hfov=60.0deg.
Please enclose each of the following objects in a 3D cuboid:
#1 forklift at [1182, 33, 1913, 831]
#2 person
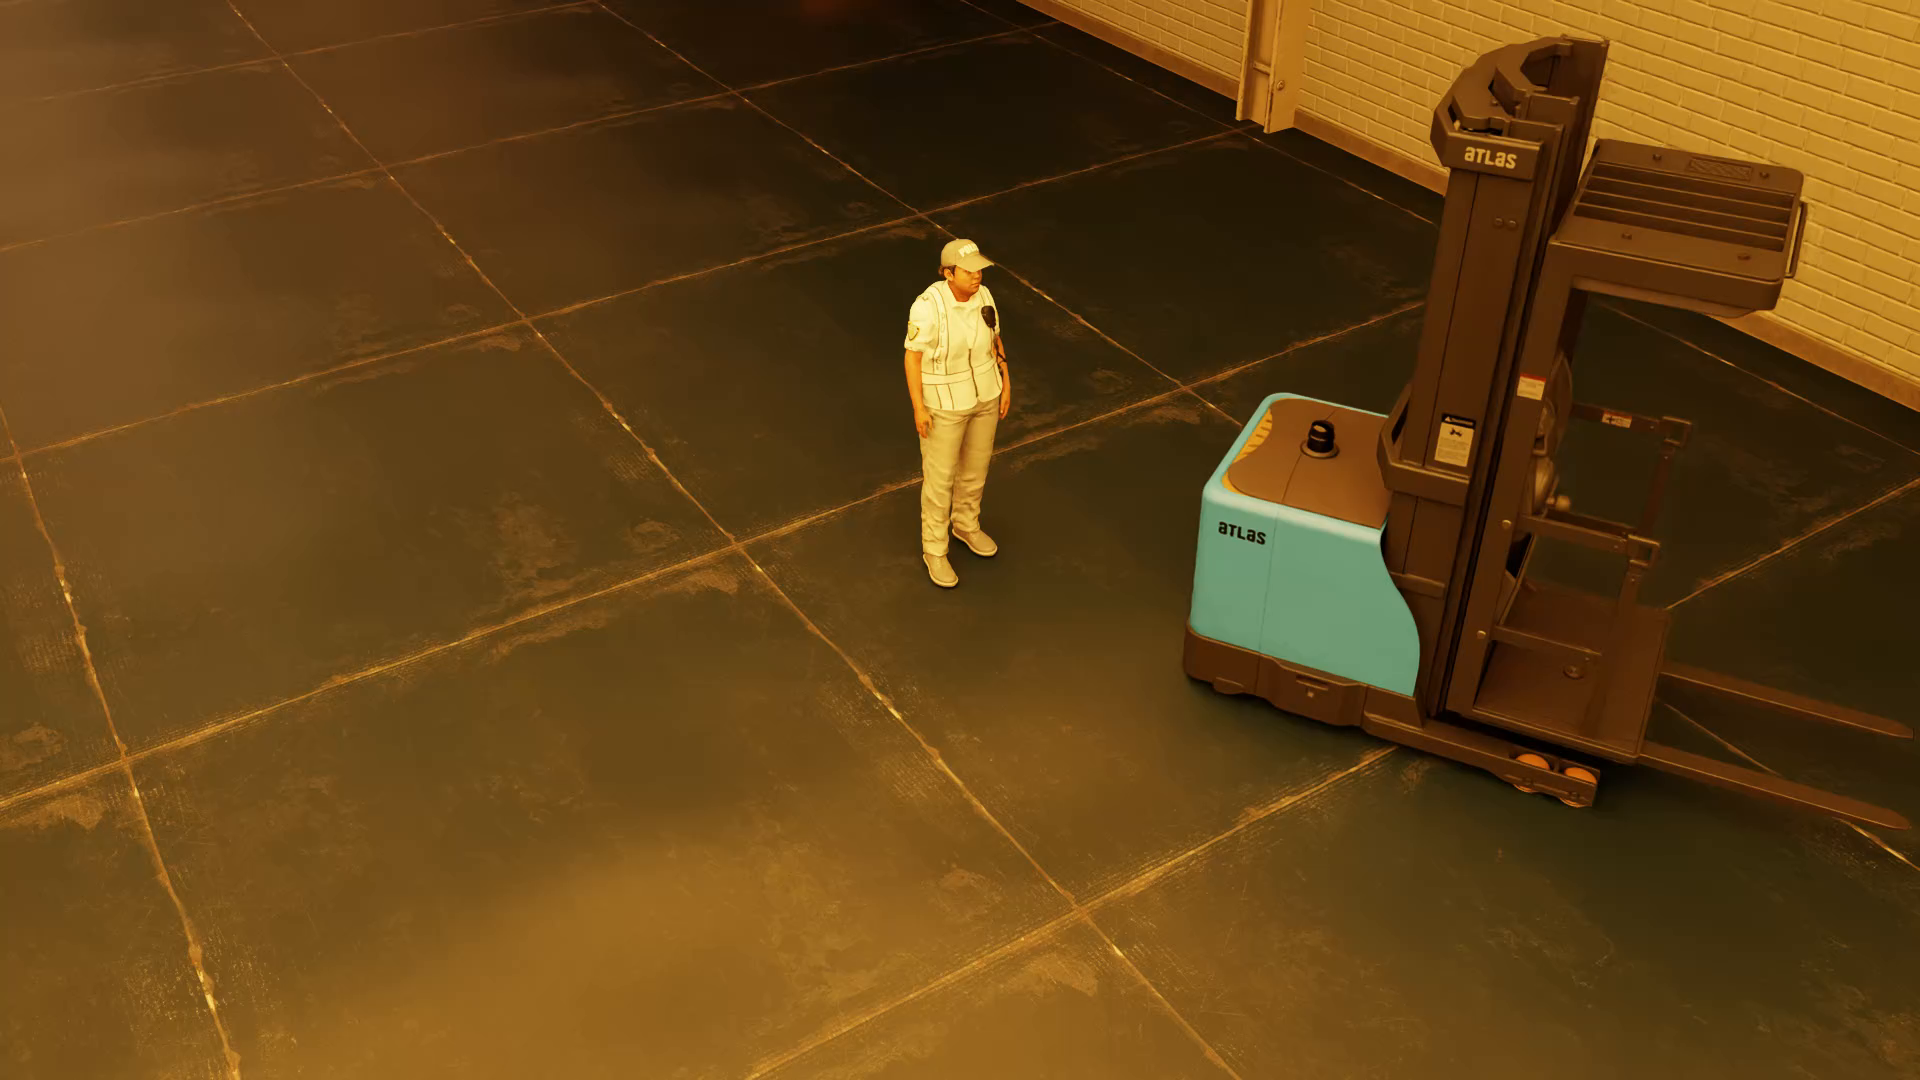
[{"bbox_3d":[2.590,-0.413,6.736,3.031,2.935,1.130,16,38,21],"label":"forklift"},{"bbox_3d":[0.023,-0.643,8.151,0.598,1.670,0.529,-21,40,-27],"label":"person"}]
